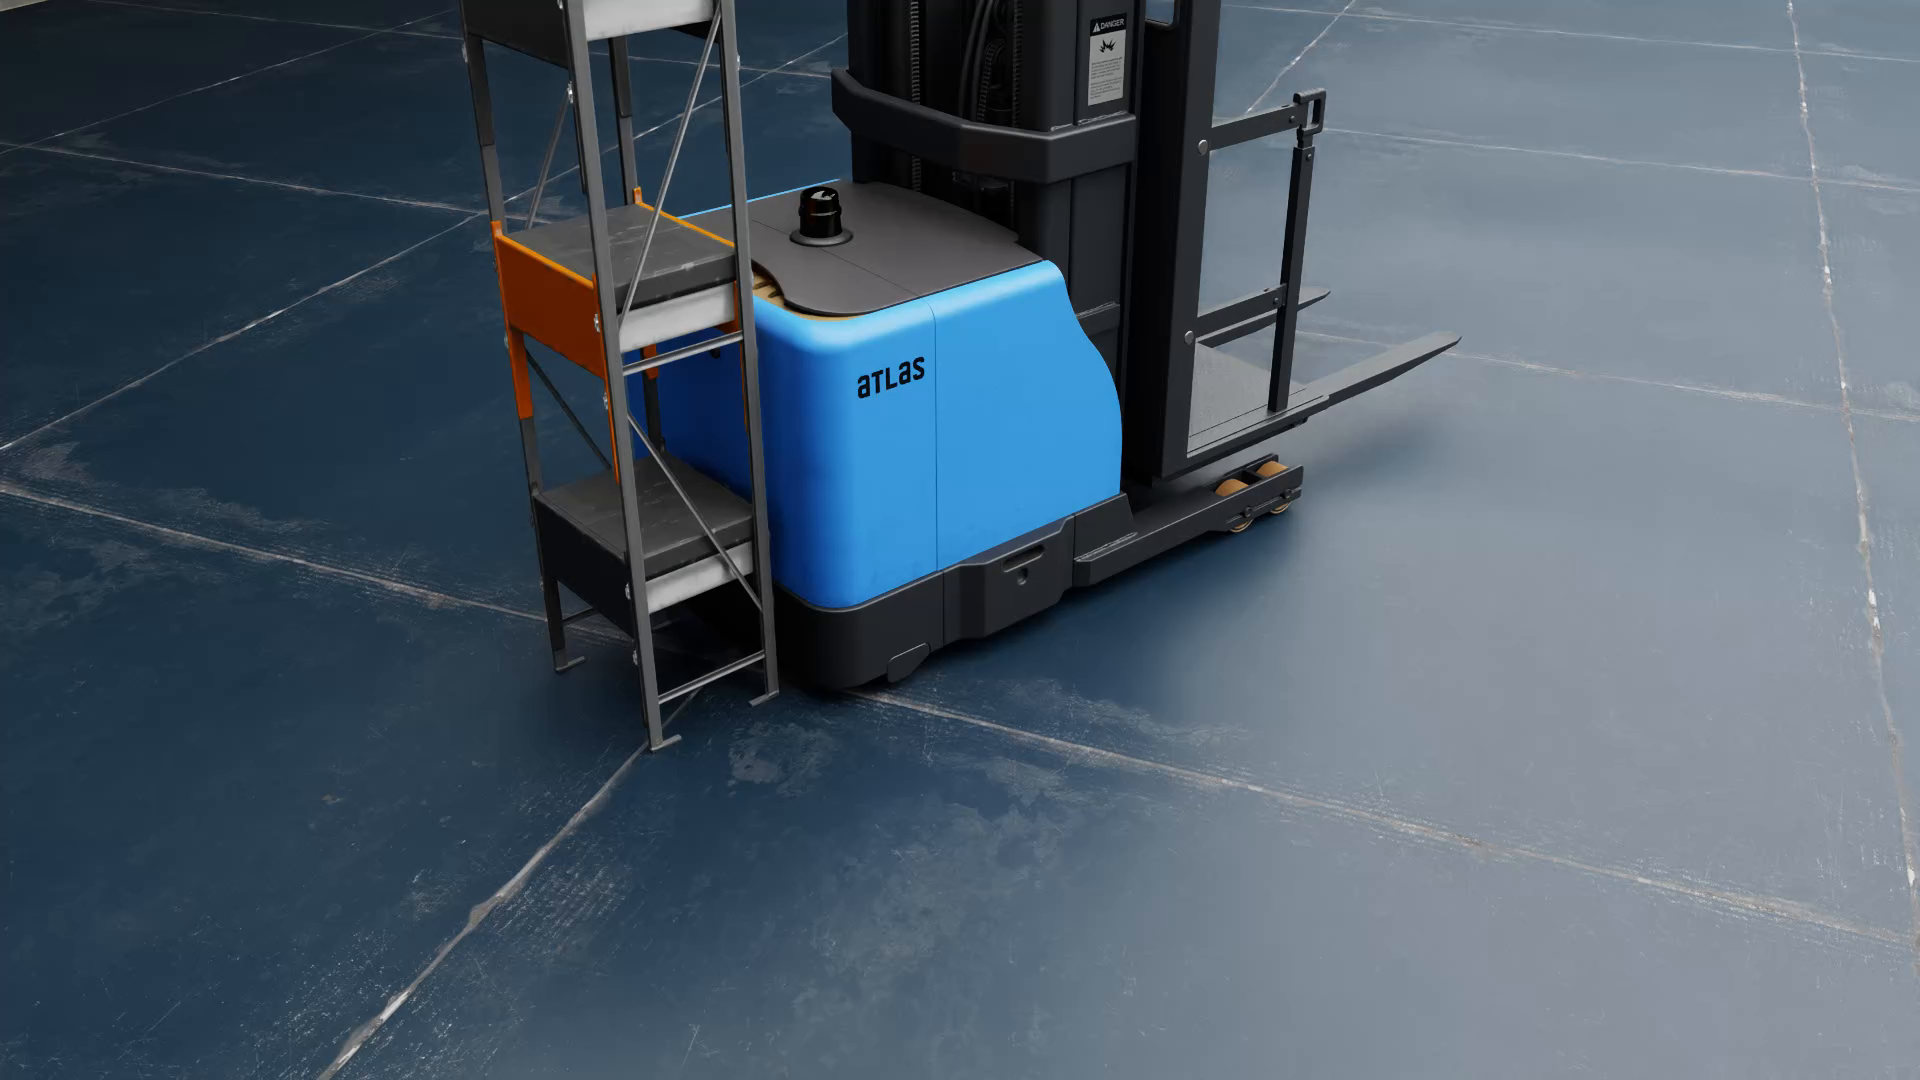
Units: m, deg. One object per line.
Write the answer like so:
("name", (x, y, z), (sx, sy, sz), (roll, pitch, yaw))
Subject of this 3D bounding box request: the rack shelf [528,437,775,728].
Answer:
("rack shelf", (-0.806, 0.099, 4.391), (0.431, 0.518, 0.480), (-23, 37, -35))

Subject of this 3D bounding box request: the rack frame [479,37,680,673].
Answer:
("rack frame", (-0.967, -0.612, 4.200), (0.400, 2.100, 0.015), (-23, 37, -35))

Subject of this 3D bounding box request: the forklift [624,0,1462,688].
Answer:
("forklift", (0.481, -1.477, 4.884), (3.031, 2.935, 1.130), (-23, 37, -34))

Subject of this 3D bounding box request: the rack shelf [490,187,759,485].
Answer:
("rack shelf", (-0.806, -0.510, 4.046), (0.431, 0.518, 0.480), (-23, 37, -35))

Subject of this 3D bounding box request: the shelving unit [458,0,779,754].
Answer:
("shelving unit", (-0.806, -0.522, 4.040), (0.431, 2.100, 0.503), (-23, 37, -35))

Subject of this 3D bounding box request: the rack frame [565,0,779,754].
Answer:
("rack frame", (-0.646, -0.432, 3.880), (0.400, 2.100, 0.015), (-23, 37, -35))

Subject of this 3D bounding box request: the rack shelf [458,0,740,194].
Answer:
("rack shelf", (-0.806, -1.120, 3.702), (0.431, 0.518, 0.480), (-23, 37, -35))
